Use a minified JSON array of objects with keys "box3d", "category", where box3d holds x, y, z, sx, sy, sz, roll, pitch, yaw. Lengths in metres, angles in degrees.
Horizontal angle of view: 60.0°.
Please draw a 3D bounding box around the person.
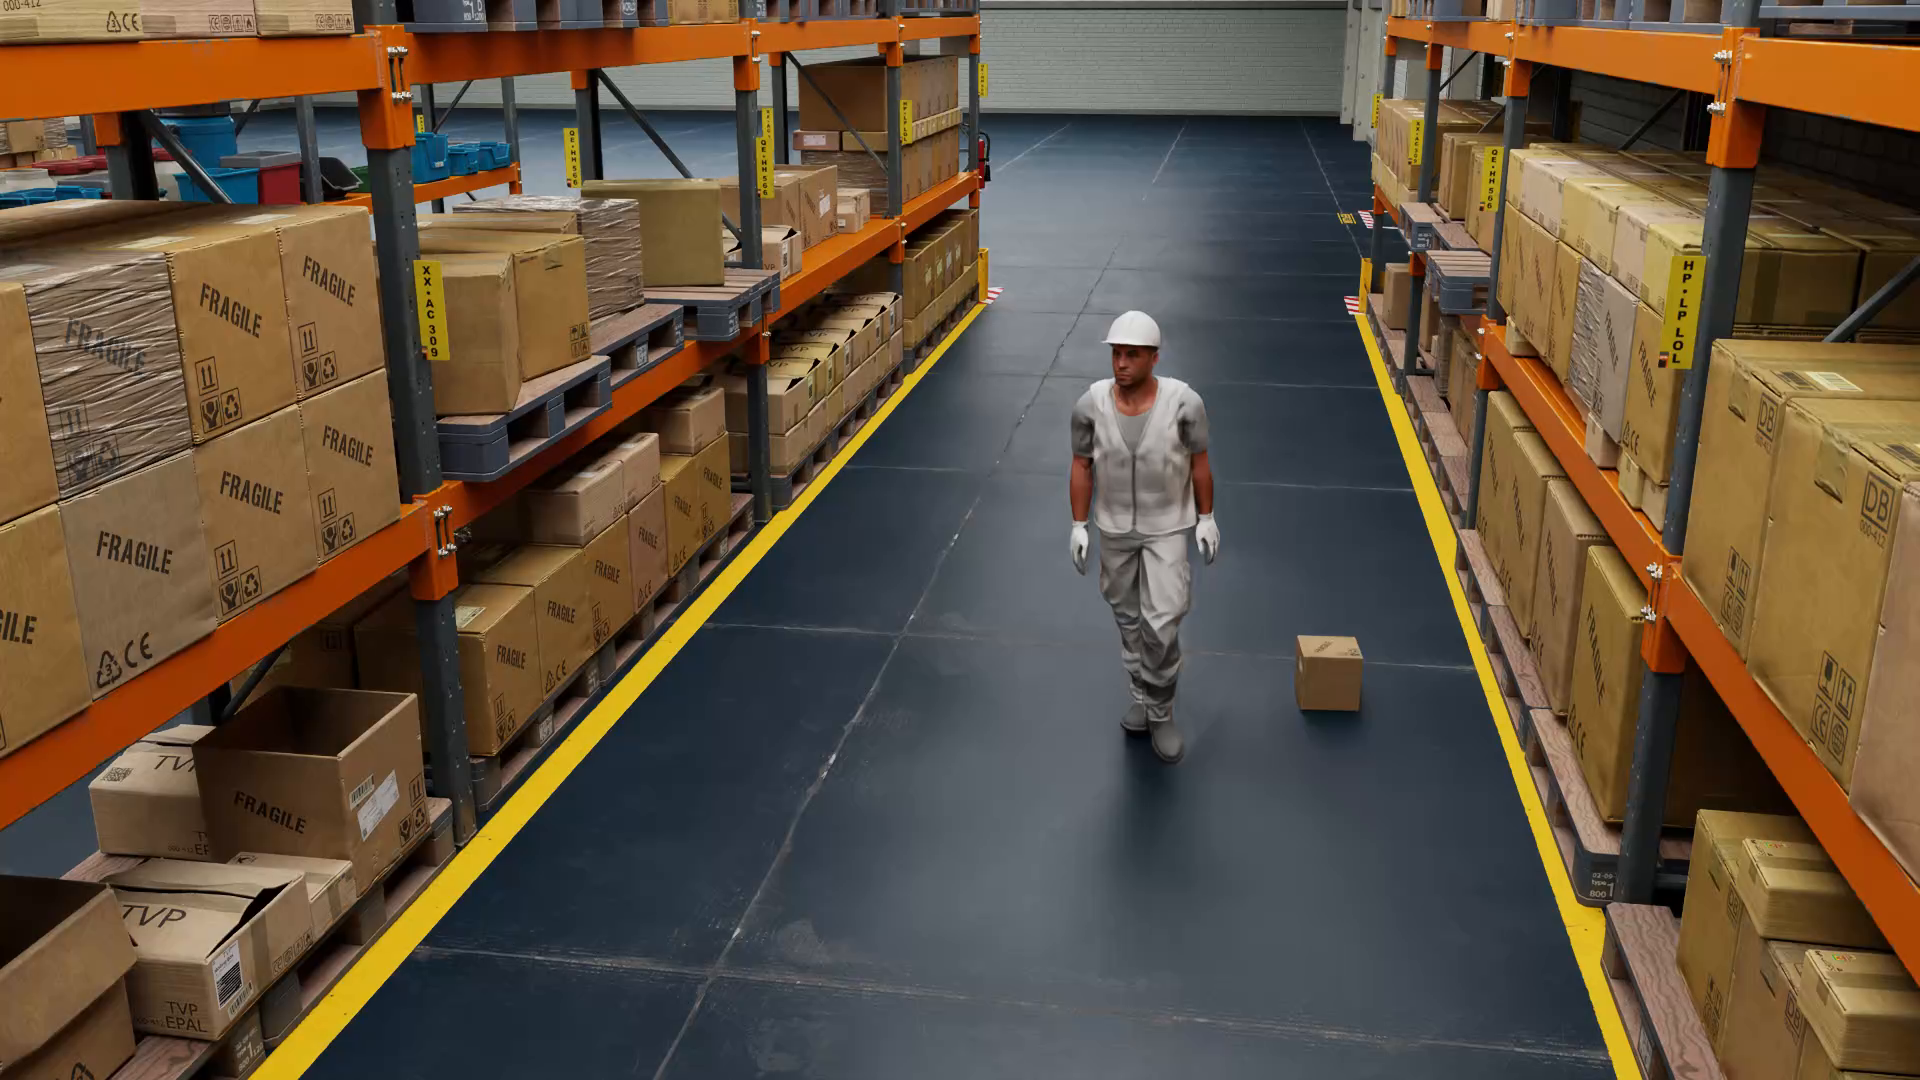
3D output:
[{"box3d":[0.721,-0.034,6.583,0.579,1.782,0.538,7,19,20],"category":"person"}]
